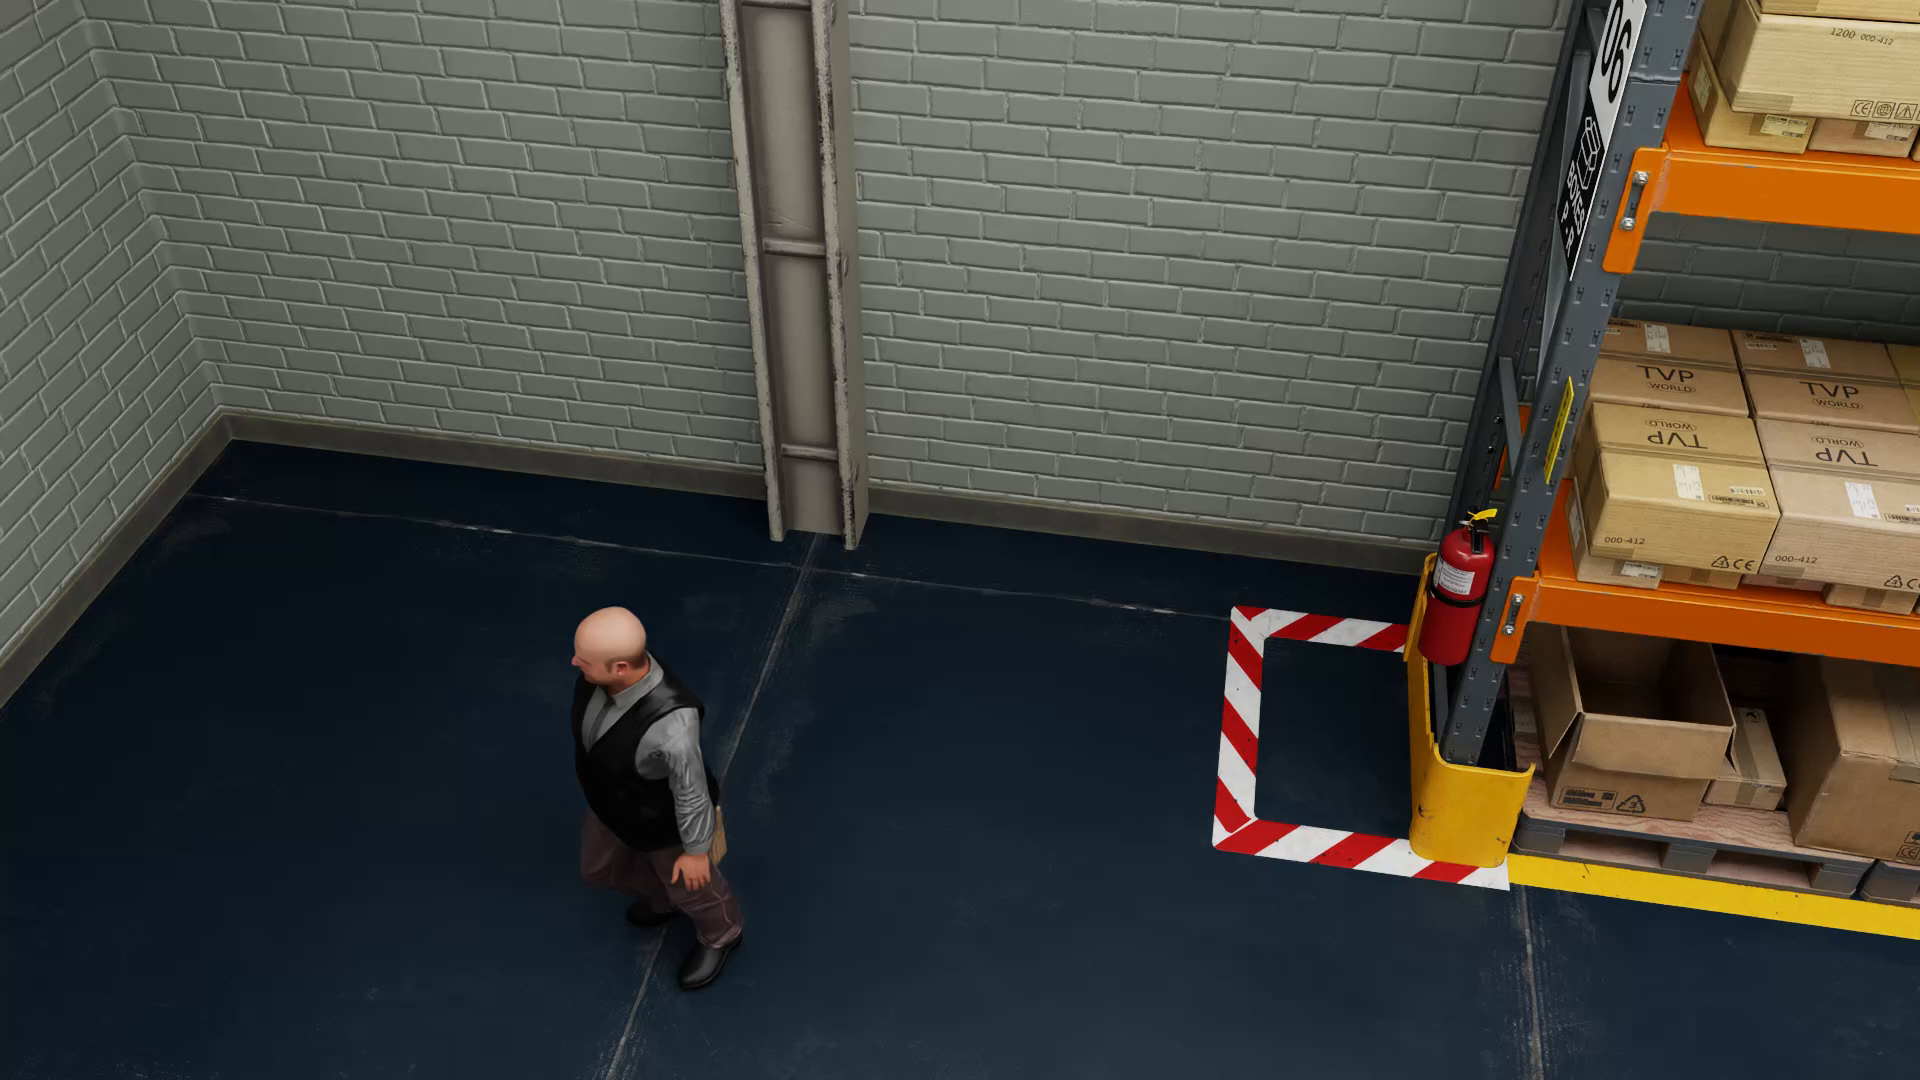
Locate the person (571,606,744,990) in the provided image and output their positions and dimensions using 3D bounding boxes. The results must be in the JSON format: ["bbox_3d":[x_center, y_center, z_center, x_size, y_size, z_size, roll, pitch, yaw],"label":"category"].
[{"bbox_3d":[-0.945,0.805,5.196,0.453,1.709,0.605,-33,50,-32],"label":"person"}]
